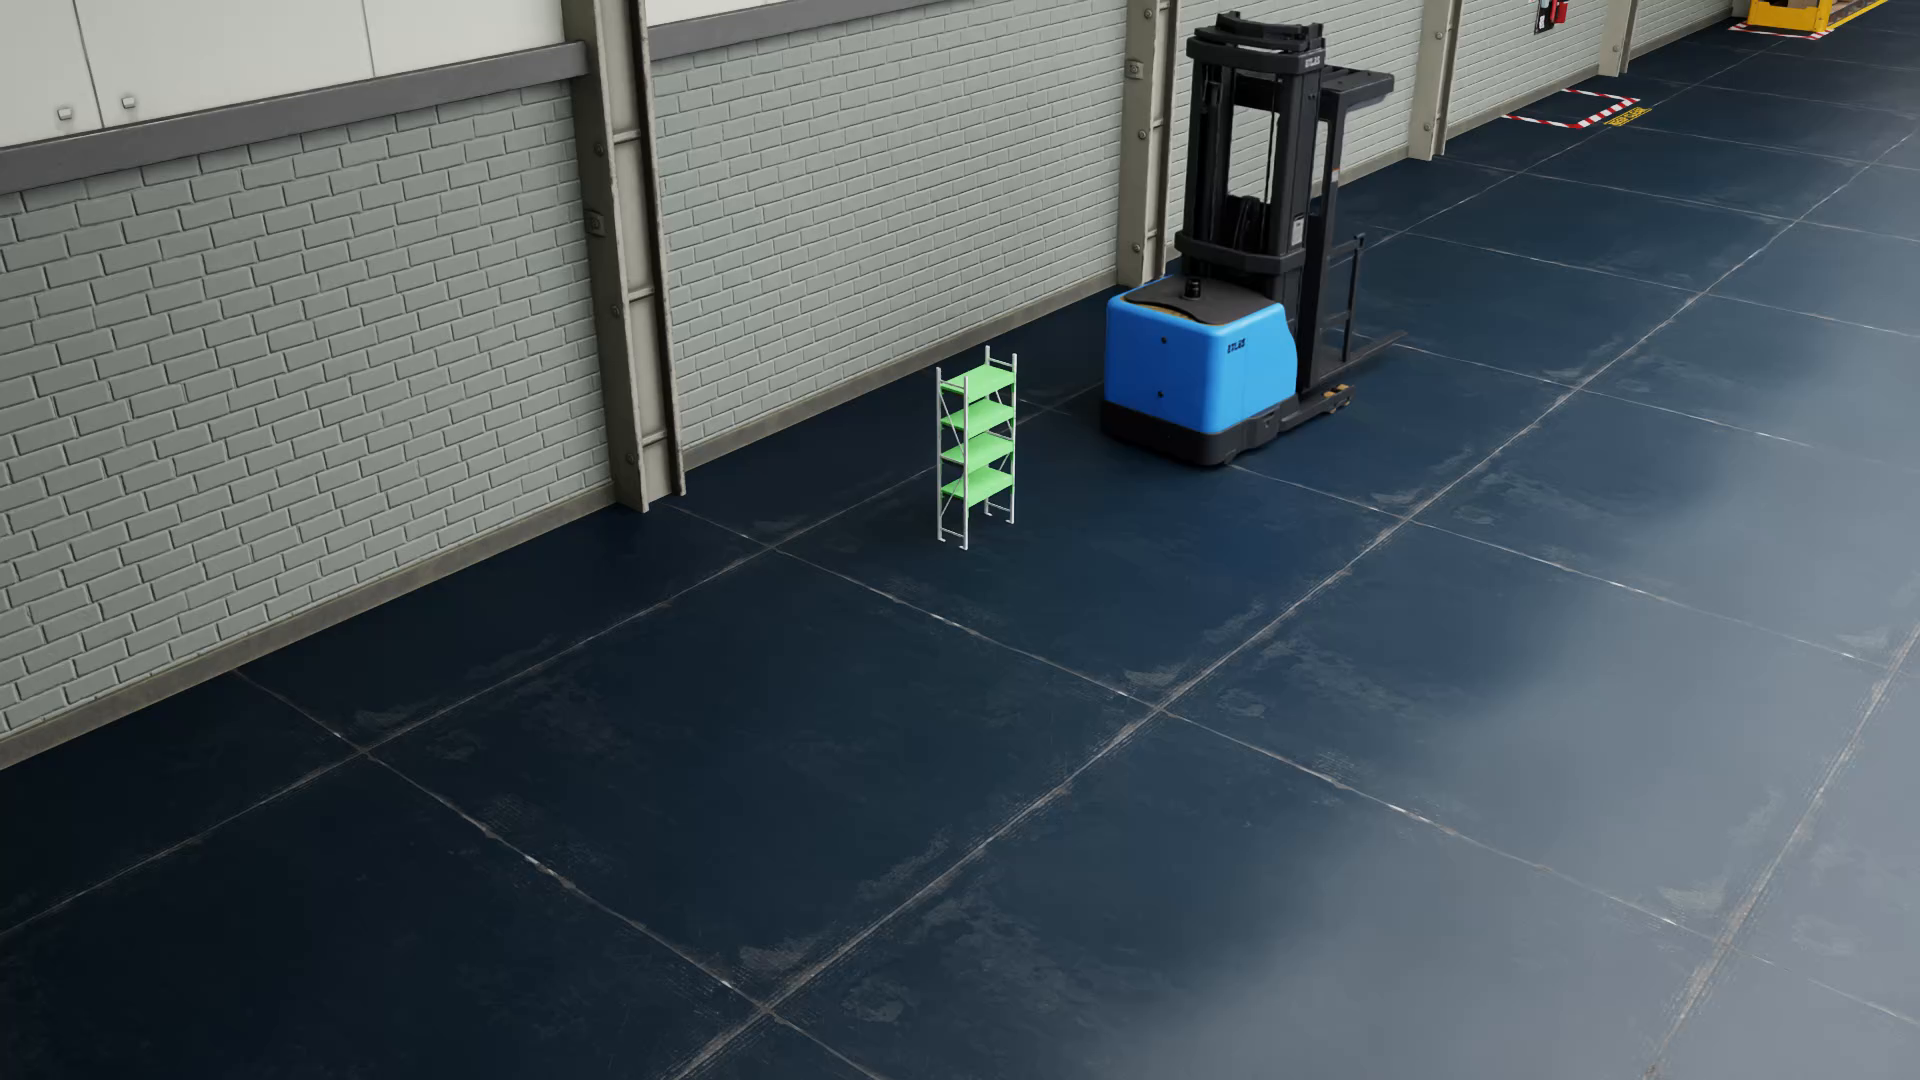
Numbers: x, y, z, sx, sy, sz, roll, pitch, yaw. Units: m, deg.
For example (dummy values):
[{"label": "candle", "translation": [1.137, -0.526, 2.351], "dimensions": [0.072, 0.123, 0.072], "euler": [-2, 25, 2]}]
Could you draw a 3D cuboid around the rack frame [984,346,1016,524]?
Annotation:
[{"label": "rack frame", "translation": [0.260, -0.678, 10.887], "dimensions": [0.240, 1.200, 0.015], "euler": [21, 34, 34]}]

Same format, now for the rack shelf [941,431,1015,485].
[{"label": "rack shelf", "translation": [0.105, -0.535, 10.749], "dimensions": [0.258, 0.148, 0.480], "euler": [21, 34, 34]}]

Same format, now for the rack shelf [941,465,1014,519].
[{"label": "rack shelf", "translation": [0.105, -0.322, 10.859], "dimensions": [0.258, 0.148, 0.480], "euler": [21, 34, 34]}]

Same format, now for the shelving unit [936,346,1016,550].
[{"label": "shelving unit", "translation": [0.105, -0.592, 10.720], "dimensions": [0.258, 1.200, 0.503], "euler": [21, 34, 34]}]

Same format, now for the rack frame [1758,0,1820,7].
[{"label": "rack frame", "translation": [13.353, -9.638, 26.248], "dimensions": [1.000, 3.000, 0.127], "euler": [21, 34, 34]}]

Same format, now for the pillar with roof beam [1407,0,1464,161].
[{"label": "pillar with roof beam", "translation": [8.820, -7.291, 15.181], "dimensions": [9.100, 9.000, 0.400], "euler": [21, 34, 34]}]

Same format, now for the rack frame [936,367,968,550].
[{"label": "rack frame", "translation": [-0.050, -0.505, 10.552], "dimensions": [0.240, 1.200, 0.015], "euler": [21, 34, 34]}]

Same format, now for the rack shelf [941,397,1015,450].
[{"label": "rack shelf", "translation": [0.105, -0.748, 10.639], "dimensions": [0.258, 0.148, 0.480], "euler": [21, 34, 34]}]

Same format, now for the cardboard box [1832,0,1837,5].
[{"label": "cardboard box", "translation": [14.226, -9.060, 27.579], "dimensions": [0.500, 0.311, 0.500], "euler": [24, 36, 38]}]

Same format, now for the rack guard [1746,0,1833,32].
[{"label": "rack guard", "translation": [13.402, -8.555, 26.874], "dimensions": [1.175, 0.500, 0.348], "euler": [21, 34, 34]}]

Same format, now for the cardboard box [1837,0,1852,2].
[{"label": "cardboard box", "translation": [14.731, -9.390, 28.010], "dimensions": [0.700, 0.500, 0.500], "euler": [18, 33, 31]}]

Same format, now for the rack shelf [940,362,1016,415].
[{"label": "rack shelf", "translation": [0.105, -0.961, 10.528], "dimensions": [0.258, 0.148, 0.480], "euler": [21, 34, 34]}]

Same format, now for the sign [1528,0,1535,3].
[{"label": "sign", "translation": [7.282, -6.997, 21.103], "dimensions": [0.001, 0.329, 0.234], "euler": [21, 34, 34]}]

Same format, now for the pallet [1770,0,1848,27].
[{"label": "pallet", "translation": [13.946, -8.704, 27.477], "dimensions": [1.003, 0.211, 1.213], "euler": [21, 34, 34]}]

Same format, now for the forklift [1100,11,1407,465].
[{"label": "forklift", "translation": [2.413, -2.417, 12.364], "dimensions": [1.130, 2.935, 3.031], "euler": [23, 35, 37]}]

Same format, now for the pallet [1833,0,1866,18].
[{"label": "pallet", "translation": [14.722, -9.135, 28.310], "dimensions": [1.003, 0.211, 1.213], "euler": [21, 34, 34]}]

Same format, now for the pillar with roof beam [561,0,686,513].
[{"label": "pillar with roof beam", "translation": [1.187, -3.036, 6.957], "dimensions": [9.100, 9.000, 0.400], "euler": [21, 34, 34]}]

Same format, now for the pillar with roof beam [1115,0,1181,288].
[{"label": "pillar with roof beam", "translation": [5.004, -5.163, 11.069], "dimensions": [9.100, 9.000, 0.400], "euler": [21, 34, 34]}]

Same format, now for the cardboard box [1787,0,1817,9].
[{"label": "cardboard box", "translation": [13.863, -8.858, 27.188], "dimensions": [0.500, 0.311, 0.500], "euler": [17, 32, 29]}]

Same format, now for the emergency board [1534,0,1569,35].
[{"label": "emergency board", "translation": [7.714, -7.147, 21.432], "dimensions": [0.194, 1.169, 0.643], "euler": [21, 34, 34]}]

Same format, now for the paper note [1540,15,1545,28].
[{"label": "paper note", "translation": [7.548, -6.713, 21.552], "dimensions": [0.016, 0.148, 0.142], "euler": [21, 34, 34]}]

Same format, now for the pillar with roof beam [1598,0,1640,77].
[{"label": "pillar with roof beam", "translation": [12.637, -9.418, 19.294], "dimensions": [9.100, 9.000, 0.400], "euler": [21, 34, 34]}]

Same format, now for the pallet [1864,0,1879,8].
[{"label": "pallet", "translation": [15.498, -9.569, 29.150], "dimensions": [1.003, 0.211, 1.213], "euler": [21, 34, 34]}]

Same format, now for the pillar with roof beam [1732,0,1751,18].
[{"label": "pillar with roof beam", "translation": [16.453, -11.545, 23.406], "dimensions": [9.100, 9.000, 0.400], "euler": [21, 34, 34]}]
